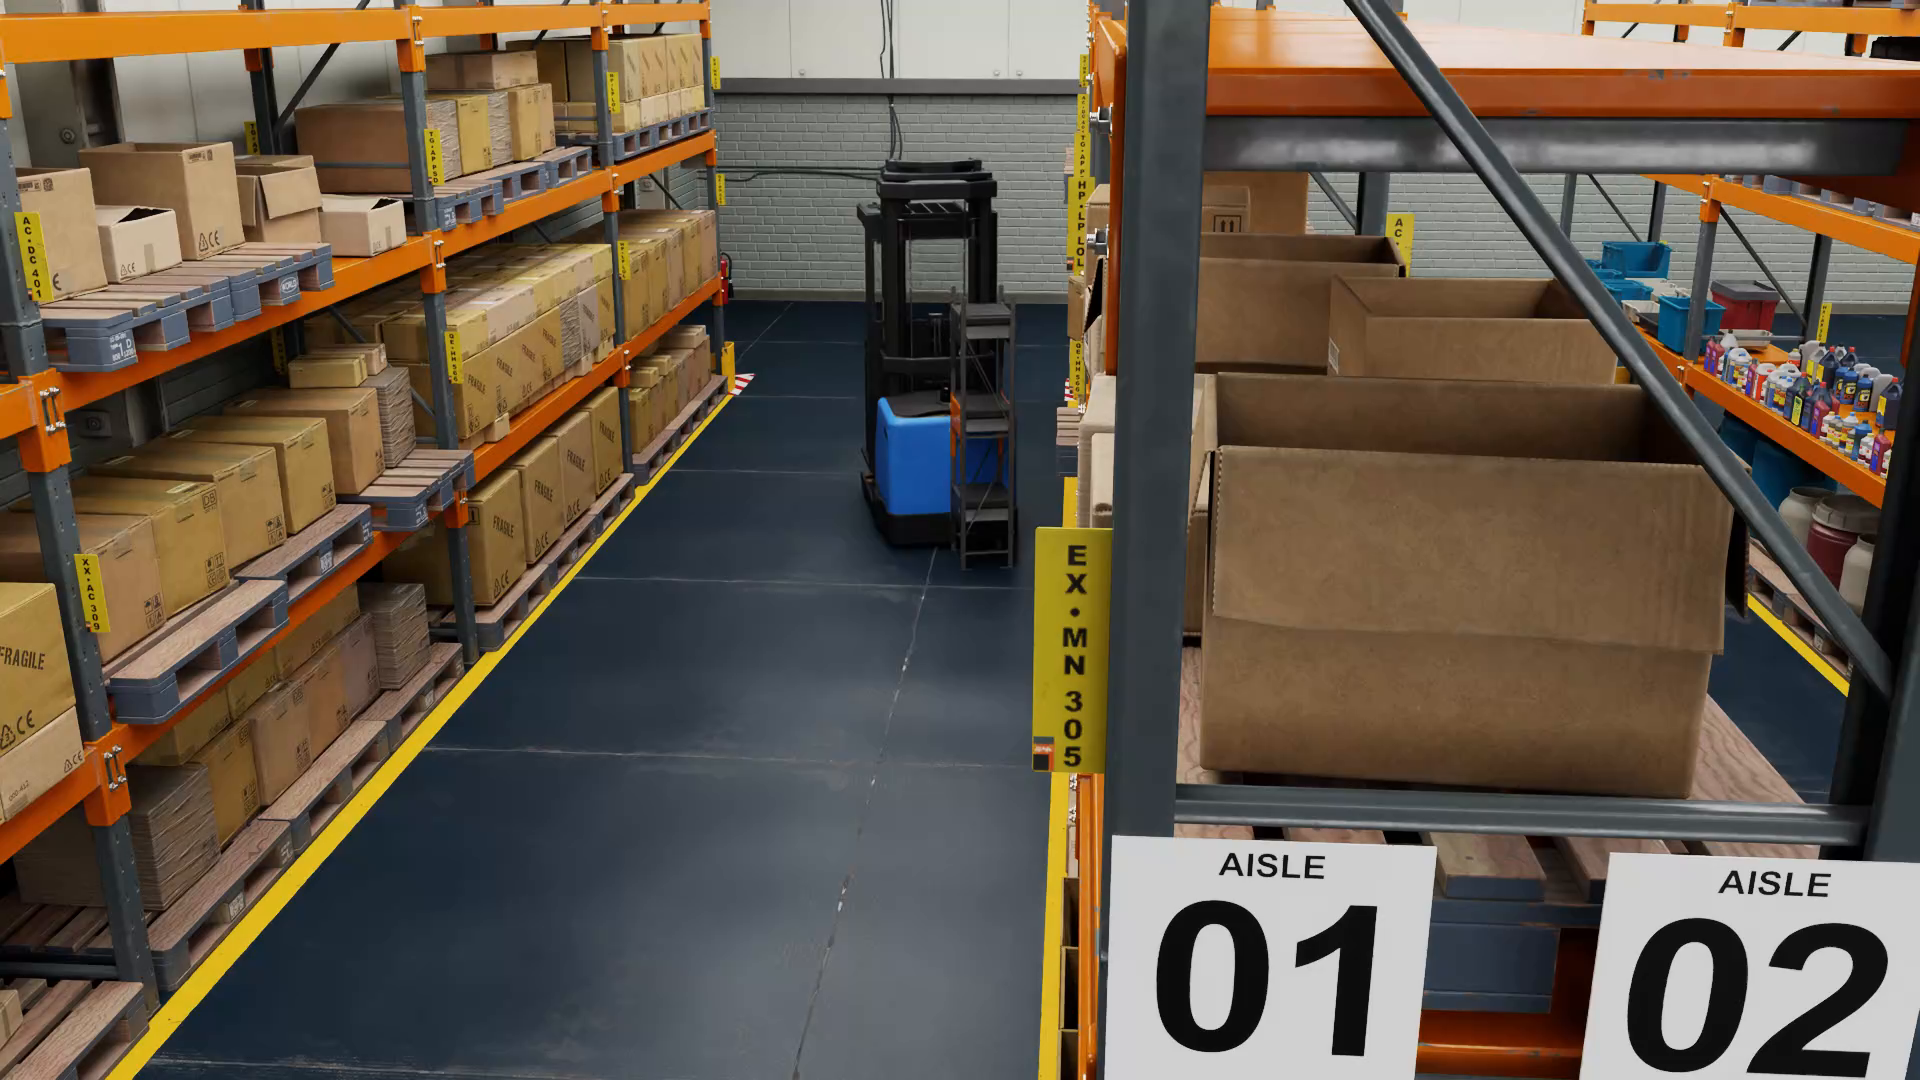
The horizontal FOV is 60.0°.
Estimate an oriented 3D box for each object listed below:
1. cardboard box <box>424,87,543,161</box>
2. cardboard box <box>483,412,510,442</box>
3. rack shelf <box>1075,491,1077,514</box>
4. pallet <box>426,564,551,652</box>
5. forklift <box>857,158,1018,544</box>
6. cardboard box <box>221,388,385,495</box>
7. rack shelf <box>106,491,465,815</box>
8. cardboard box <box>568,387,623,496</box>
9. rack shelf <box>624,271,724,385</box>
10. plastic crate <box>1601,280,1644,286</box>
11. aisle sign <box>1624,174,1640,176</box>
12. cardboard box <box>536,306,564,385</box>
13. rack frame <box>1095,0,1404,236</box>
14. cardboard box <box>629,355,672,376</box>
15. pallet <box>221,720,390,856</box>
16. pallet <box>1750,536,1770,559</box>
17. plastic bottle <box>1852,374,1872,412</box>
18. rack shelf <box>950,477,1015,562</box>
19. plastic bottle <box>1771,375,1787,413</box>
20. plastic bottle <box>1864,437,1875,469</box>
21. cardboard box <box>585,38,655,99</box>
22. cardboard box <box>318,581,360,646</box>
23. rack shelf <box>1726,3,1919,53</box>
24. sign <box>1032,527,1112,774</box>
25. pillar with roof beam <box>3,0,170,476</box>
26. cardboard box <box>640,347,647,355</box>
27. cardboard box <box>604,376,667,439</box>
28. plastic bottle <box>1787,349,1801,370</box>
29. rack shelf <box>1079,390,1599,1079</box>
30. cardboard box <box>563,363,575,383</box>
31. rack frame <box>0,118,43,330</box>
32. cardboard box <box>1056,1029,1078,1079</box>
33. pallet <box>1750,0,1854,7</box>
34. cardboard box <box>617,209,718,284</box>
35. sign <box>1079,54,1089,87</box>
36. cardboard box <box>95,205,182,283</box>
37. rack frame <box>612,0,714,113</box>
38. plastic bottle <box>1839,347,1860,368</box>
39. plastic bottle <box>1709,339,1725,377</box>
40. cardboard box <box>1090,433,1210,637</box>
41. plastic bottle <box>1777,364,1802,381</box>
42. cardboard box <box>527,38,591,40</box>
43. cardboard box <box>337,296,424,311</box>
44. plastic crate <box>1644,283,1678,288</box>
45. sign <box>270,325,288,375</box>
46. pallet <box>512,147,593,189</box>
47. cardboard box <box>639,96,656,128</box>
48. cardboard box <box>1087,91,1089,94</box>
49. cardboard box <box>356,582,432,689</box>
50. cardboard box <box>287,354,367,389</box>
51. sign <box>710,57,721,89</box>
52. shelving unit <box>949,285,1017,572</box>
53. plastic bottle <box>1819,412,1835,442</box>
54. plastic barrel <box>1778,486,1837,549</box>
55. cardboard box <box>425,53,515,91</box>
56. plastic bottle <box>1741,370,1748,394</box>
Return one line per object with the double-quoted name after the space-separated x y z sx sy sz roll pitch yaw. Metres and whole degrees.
-3.547 -3.108 12.406 0.700 0.500 0.500 1 18 3 "cardboard box"
-3.301 -0.774 11.341 0.380 0.149 0.250 2 18 6 "cardboard box"
1.399 -0.798 12.198 1.077 0.370 4.000 1 18 4 "rack shelf"
-3.554 0.453 11.700 1.003 0.211 1.213 1 18 4 "pallet"
-0.275 -1.776 14.137 1.130 2.935 3.031 -3 18 -8 "forklift"
-3.723 -0.565 9.462 0.700 0.500 0.500 0 18 -1 "cardboard box"
-3.829 0.334 8.740 1.077 0.370 4.000 1 18 4 "rack shelf"
-3.316 -0.844 13.960 0.750 0.750 0.750 1 18 5 "cardboard box"
-3.256 -2.150 16.323 1.077 0.370 4.000 1 18 4 "rack shelf"
6.329 -2.363 15.989 0.416 0.233 0.300 1 18 4 "plastic crate"
7.067 -4.143 17.075 0.394 0.787 0.004 1 18 4 "aisle sign"
-3.283 -1.451 12.362 0.500 0.500 0.500 2 18 5 "cardboard box"
0.969 -2.128 5.465 1.000 3.000 0.127 1 18 4 "rack frame"
-2.999 -1.685 16.047 0.380 0.149 0.250 1 18 2 "cardboard box"
-3.833 1.317 9.064 1.003 0.211 1.213 1 18 4 "pallet"
6.386 -0.086 13.346 1.003 0.211 1.213 1 18 4 "pallet"
6.562 -1.072 12.084 0.097 0.271 0.097 0 18 0 "plastic bottle"
0.168 -0.164 12.843 0.431 0.518 0.480 -3 18 -9 "rack shelf"
5.951 -1.058 12.042 0.097 0.271 0.097 0 18 0 "plastic bottle"
5.842 -0.555 10.619 0.097 0.201 0.097 0 18 0 "plastic bottle"
-3.038 -4.203 14.818 0.500 0.500 0.500 1 18 3 "cardboard box"
-3.789 0.394 9.506 0.500 0.250 0.500 2 18 5 "cardboard box"
6.339 -3.348 10.985 1.077 0.370 4.000 1 18 4 "rack shelf"
0.142 0.141 2.065 0.100 0.325 0.005 1 18 4 "sign"
-0.348 -2.999 8.123 9.100 9.000 0.400 1 18 4 "pillar with roof beam"
-3.342 -1.863 16.590 0.380 0.149 0.250 1 18 4 "cardboard box"
-3.204 -1.269 15.817 0.700 0.500 0.500 1 18 3 "cardboard box"
6.651 -1.423 13.267 0.097 0.201 0.097 0 18 0 "plastic bottle"
0.825 0.261 4.148 1.077 0.370 4.000 1 18 4 "rack shelf"
-3.243 -1.334 13.047 0.380 0.149 0.250 1 18 4 "cardboard box"
-3.973 -2.237 5.799 1.000 3.000 0.127 1 18 4 "rack frame"
0.552 1.922 5.279 0.500 0.500 0.500 1 18 4 "cardboard box"
6.454 -3.963 12.012 1.003 0.211 1.213 1 18 4 "pallet"
-3.139 -3.097 17.576 0.980 0.700 0.700 2 18 6 "cardboard box"
1.288 -4.857 17.206 0.100 0.325 0.005 1 18 4 "sign"
-3.809 -1.328 7.311 0.500 0.311 0.500 2 18 6 "cardboard box"
-3.112 -5.964 17.173 1.000 3.000 0.127 1 18 4 "rack frame"
6.730 -1.276 12.579 0.144 0.351 0.185 1 18 4 "plastic bottle"
6.021 -1.448 13.214 0.061 0.283 0.133 1 18 4 "plastic bottle"
0.501 -0.018 3.186 0.500 0.250 0.500 1 18 4 "cardboard box"
6.155 -1.165 12.359 0.152 0.276 0.135 1 18 4 "plastic bottle"
-3.545 -4.211 14.841 0.500 0.500 0.500 1 18 2 "cardboard box"
-3.871 -1.491 11.280 0.500 0.250 0.500 1 18 2 "cardboard box"
6.856 -2.448 16.405 0.396 0.136 0.243 1 18 4 "plastic crate"
-4.240 -1.190 10.378 0.100 0.325 0.005 1 18 4 "sign"
-3.416 -2.920 13.006 0.805 0.209 1.217 1 18 2 "pallet"
-3.036 -3.839 14.910 0.500 0.250 0.500 1 18 3 "cardboard box"
1.460 -4.131 15.834 0.500 0.250 0.500 1 18 4 "cardboard box"
-3.685 0.575 10.159 0.700 0.500 0.500 2 18 5 "cardboard box"
-3.689 -0.985 9.704 0.380 0.149 0.250 -2 18 -5 "cardboard box"
-2.572 -4.905 17.464 0.100 0.325 0.005 1 18 4 "sign"
0.168 -0.842 12.621 0.431 2.100 0.503 -3 18 -9 "shelving unit"
5.891 -0.767 11.265 0.097 0.201 0.097 0 18 0 "plastic bottle"
6.246 -0.105 12.248 0.421 0.512 0.421 0 18 0 "plastic barrel"
-3.618 -3.467 12.298 0.500 0.250 0.500 1 18 2 "cardboard box"
5.993 -1.211 12.619 0.097 0.201 0.097 0 18 0 "plastic bottle"
